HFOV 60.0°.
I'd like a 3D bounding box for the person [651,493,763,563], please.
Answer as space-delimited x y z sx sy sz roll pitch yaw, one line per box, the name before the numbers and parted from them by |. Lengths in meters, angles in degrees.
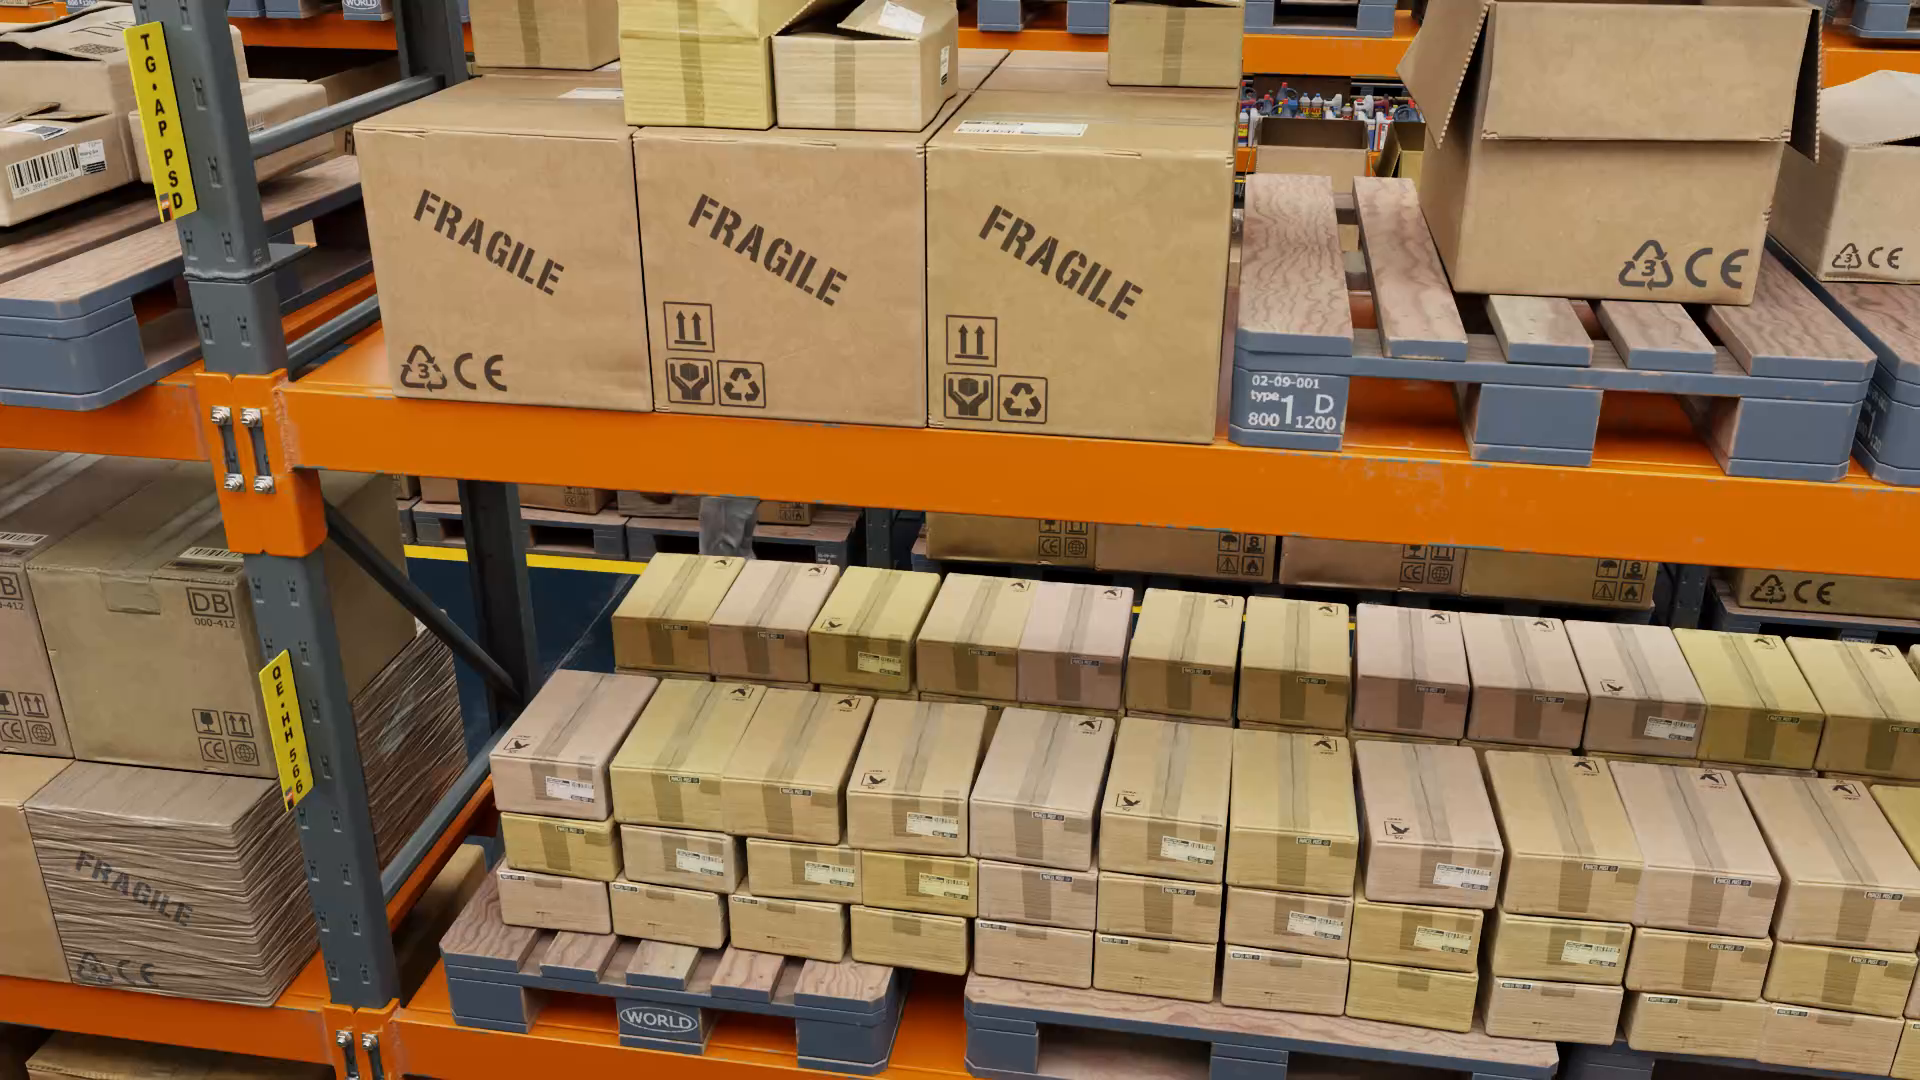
person | -1.161 -0.255 7.638 0.581 1.758 0.504 5 25 10
